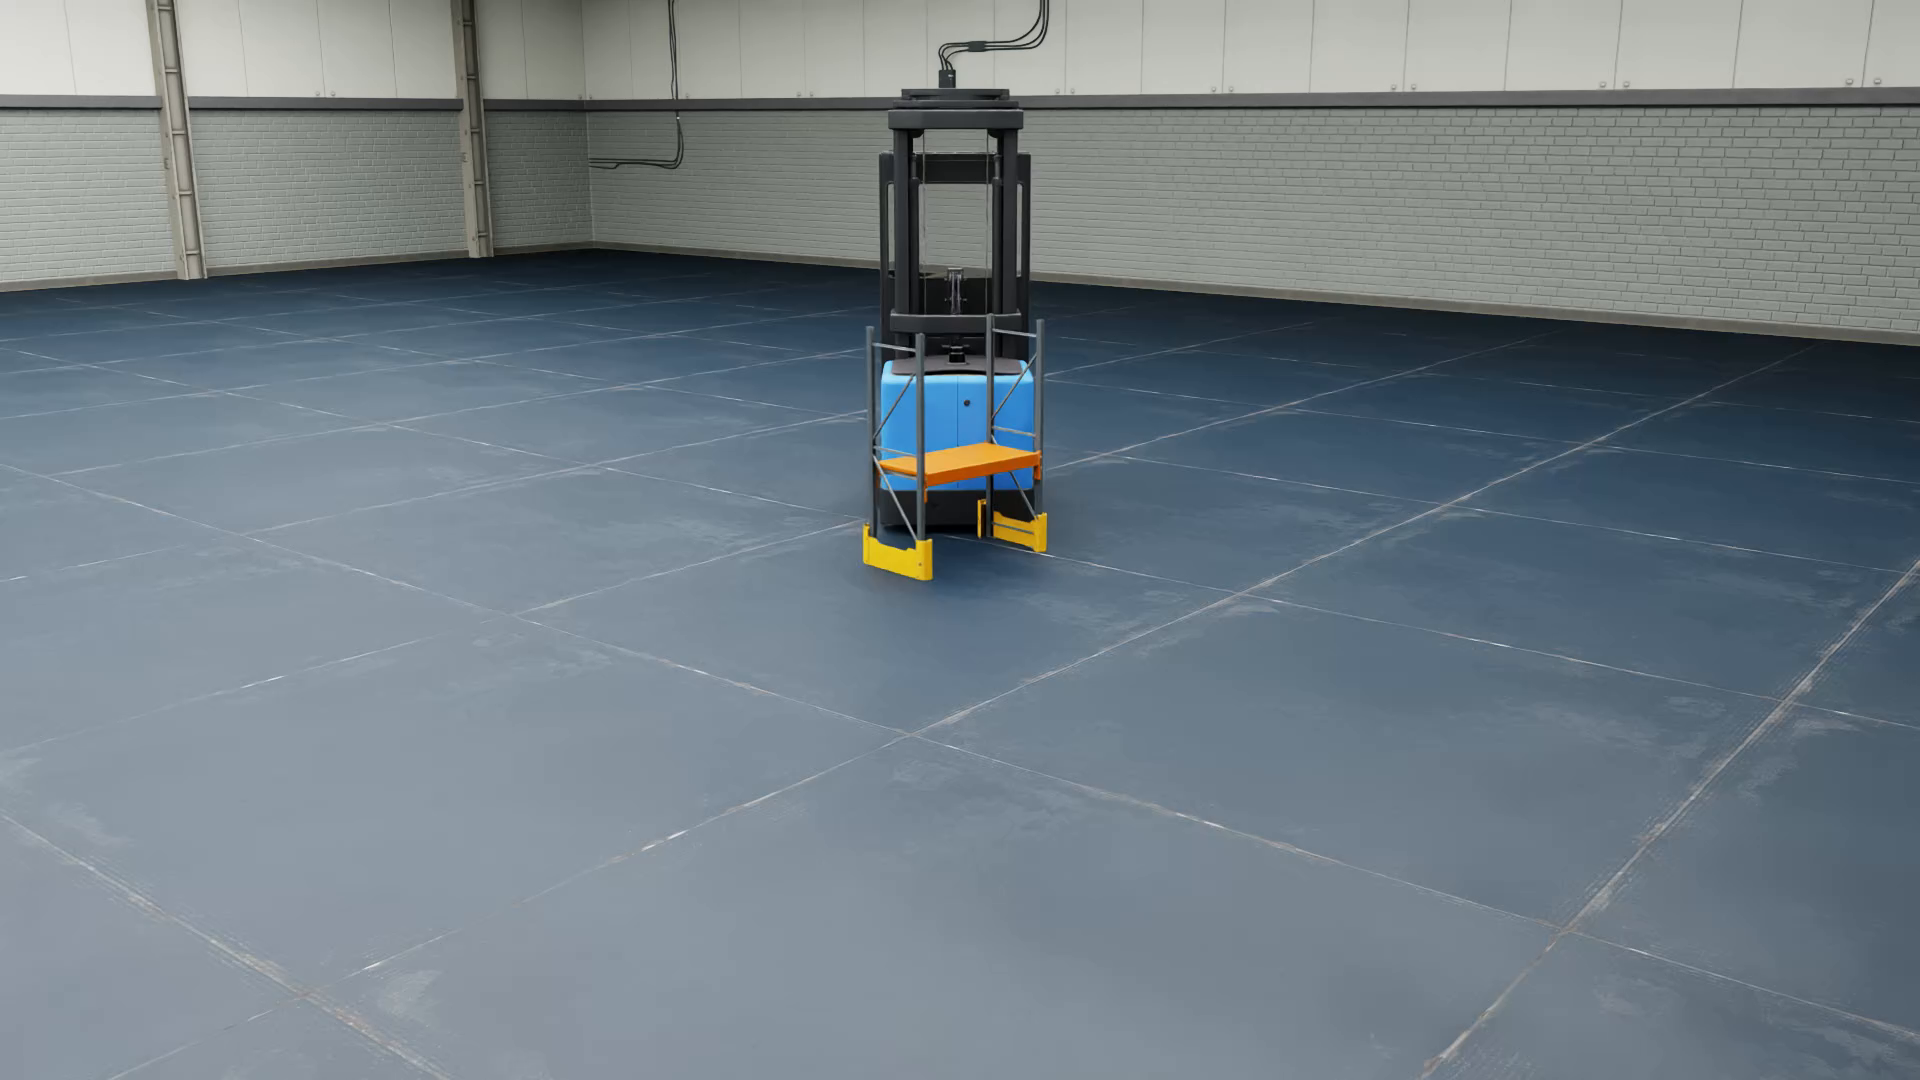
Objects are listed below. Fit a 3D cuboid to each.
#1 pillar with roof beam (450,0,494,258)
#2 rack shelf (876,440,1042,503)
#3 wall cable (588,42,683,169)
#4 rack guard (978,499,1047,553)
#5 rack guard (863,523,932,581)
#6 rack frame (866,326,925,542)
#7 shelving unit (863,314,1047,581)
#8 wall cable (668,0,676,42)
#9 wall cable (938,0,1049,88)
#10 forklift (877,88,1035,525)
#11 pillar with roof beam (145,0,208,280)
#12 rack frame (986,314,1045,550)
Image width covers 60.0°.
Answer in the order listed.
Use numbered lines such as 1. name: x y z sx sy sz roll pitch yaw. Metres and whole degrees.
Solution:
1. pillar with roof beam: -6.364 -9.439 30.002 9.100 9.000 0.400 11 18 38
2. rack shelf: -0.019 -0.444 10.556 1.000 0.185 0.538 -13 19 -41
3. wall cable: -6.832 -8.960 34.422 3.097 2.526 0.112 11 18 38
4. rack guard: 0.340 -0.094 10.987 0.087 0.250 0.587 -13 19 -41
5. rack guard: -0.391 0.072 10.332 0.087 0.250 0.587 -13 19 -41
6. rack frame: -0.392 -0.533 10.177 0.032 1.500 0.500 -13 19 -41
7. shelving unit: -0.025 -0.617 10.505 1.083 1.500 0.587 -13 19 -41
8. wall cable: -4.728 -10.989 32.152 3.097 2.526 0.112 11 18 38
9. wall cable: 0.542 -10.641 27.826 2.305 6.003 0.169 11 18 38
10. forklift: -0.042 -1.826 12.358 1.130 2.935 3.031 0 14 -1
11. pillar with roof beam: -10.135 -8.290 25.479 9.100 9.000 0.400 11 18 38
12. rack frame: 0.355 -0.703 10.846 0.032 1.500 0.500 -13 19 -41
